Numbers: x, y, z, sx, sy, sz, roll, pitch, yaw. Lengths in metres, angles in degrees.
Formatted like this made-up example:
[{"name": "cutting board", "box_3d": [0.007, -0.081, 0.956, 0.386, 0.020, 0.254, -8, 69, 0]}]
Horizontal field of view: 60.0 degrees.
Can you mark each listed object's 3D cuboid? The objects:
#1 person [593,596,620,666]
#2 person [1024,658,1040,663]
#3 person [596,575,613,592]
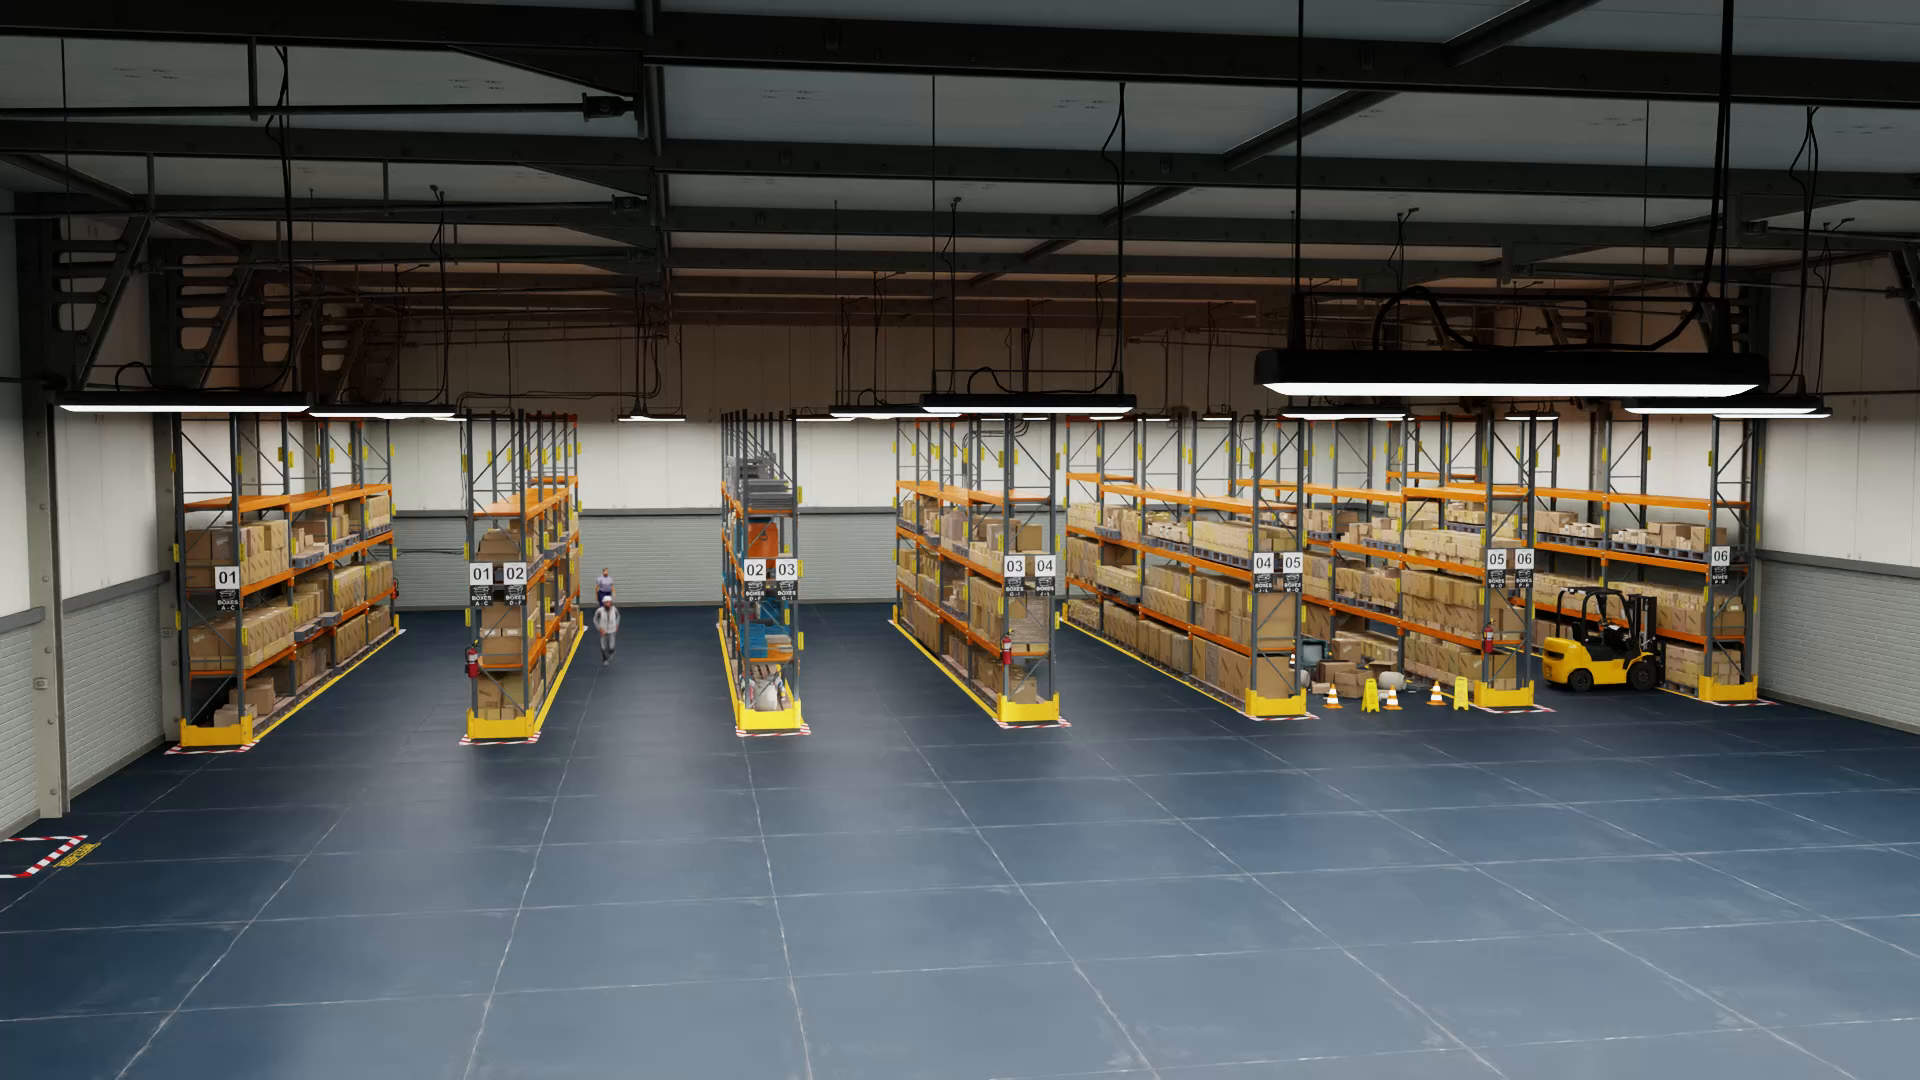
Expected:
[{"name": "person", "box_3d": [-8.350, 2.141, 39.311, 0.617, 1.691, 0.594, -1, 4, -12]}, {"name": "person", "box_3d": [1.636, 2.055, 39.896, 0.569, 1.786, 0.377, 0, 4, -4]}, {"name": "person", "box_3d": [-10.147, 1.244, 47.566, 0.500, 0.530, 0.288, -4, 5, -41]}]
